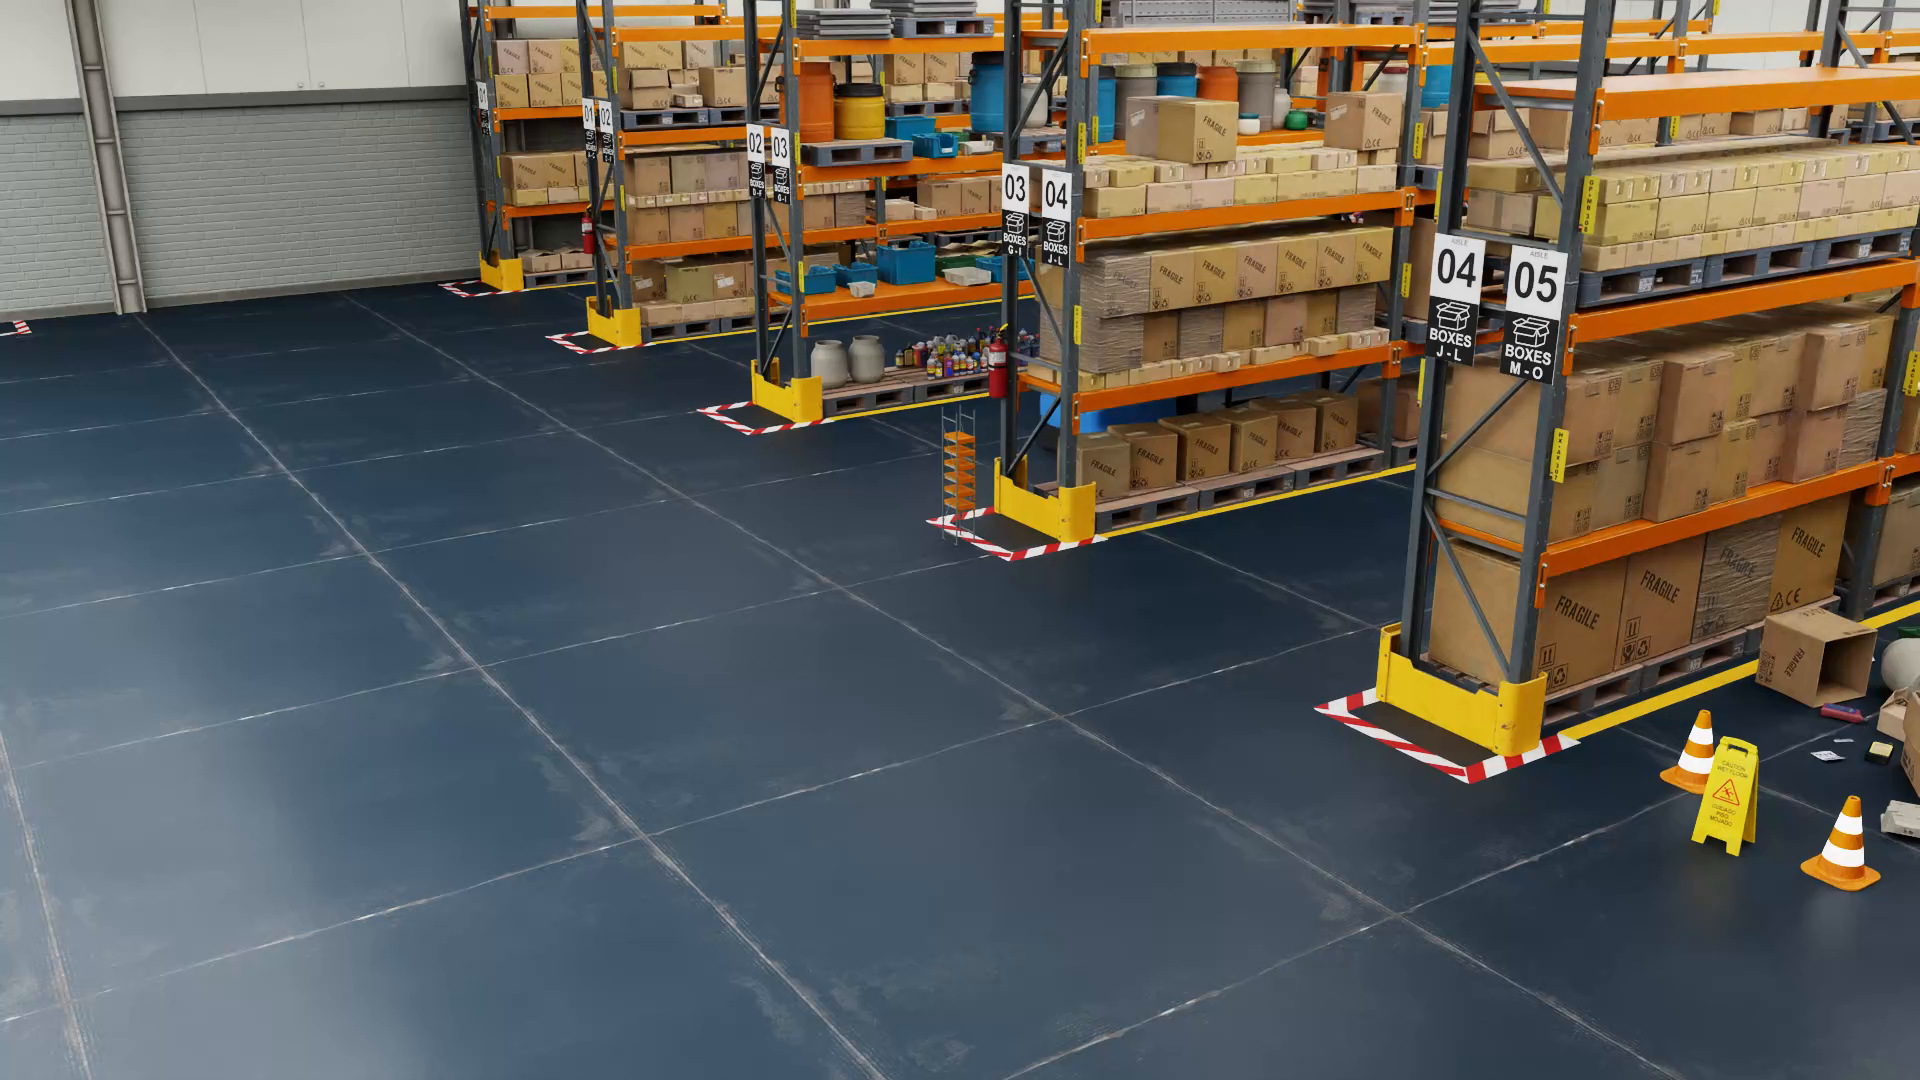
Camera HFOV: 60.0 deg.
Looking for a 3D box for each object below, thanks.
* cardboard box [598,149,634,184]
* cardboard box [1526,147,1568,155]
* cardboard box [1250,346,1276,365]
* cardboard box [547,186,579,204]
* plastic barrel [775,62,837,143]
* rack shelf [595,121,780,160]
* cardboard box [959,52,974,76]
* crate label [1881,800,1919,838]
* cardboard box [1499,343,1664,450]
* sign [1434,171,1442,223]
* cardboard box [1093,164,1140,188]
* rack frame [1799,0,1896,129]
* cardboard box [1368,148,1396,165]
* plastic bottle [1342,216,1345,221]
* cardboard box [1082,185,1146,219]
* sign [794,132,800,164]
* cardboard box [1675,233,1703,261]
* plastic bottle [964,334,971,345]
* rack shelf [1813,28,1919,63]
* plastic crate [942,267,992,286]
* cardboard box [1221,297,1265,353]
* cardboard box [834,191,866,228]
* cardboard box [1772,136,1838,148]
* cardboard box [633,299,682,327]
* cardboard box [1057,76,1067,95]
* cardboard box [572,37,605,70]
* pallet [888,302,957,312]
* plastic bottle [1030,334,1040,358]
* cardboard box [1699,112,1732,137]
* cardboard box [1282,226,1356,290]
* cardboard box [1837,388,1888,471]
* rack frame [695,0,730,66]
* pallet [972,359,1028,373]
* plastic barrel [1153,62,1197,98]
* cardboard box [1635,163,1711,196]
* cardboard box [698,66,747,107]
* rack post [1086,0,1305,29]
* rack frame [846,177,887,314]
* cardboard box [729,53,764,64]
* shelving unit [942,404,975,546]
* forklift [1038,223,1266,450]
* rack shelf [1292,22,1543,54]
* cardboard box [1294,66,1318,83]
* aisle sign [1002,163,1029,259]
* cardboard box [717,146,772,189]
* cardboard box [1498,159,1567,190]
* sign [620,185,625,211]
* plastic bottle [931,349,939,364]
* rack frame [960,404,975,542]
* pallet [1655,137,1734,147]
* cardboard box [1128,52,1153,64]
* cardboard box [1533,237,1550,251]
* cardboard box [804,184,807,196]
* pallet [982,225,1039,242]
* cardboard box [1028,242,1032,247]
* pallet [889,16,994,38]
[{"bbox_3d":[-5.635,-6.100,27.136,0.500,0.500,0.500,-11,22,-30],"label":"cardboard box"},{"bbox_3d":[6.288,-3.991,17.416,0.500,0.250,0.500,-11,22,-30],"label":"cardboard box"},{"bbox_3d":[2.758,-1.769,15.685,0.250,0.149,0.380,-12,22,-31],"label":"cardboard box"},{"bbox_3d":[-6.468,-5.569,26.738,0.500,0.250,0.500,-13,22,-33],"label":"cardboard box"},{"bbox_3d":[-1.692,-4.828,18.331,0.708,0.830,0.600,-12,22,-31],"label":"plastic barrel"},{"bbox_3d":[-3.078,-5.643,23.192,4.000,0.370,1.077,-12,22,-31],"label":"rack shelf"},{"bbox_3d":[-0.008,-8.829,30.649,0.500,0.500,0.700,-13,23,-34],"label":"cardboard box"},{"bbox_3d":[5.524,1.634,9.697,0.250,0.136,0.298,9,21,25],"label":"crate label"},{"bbox_3d":[4.080,-0.974,11.023,0.550,0.550,0.875,-12,22,-31],"label":"cardboard box"},{"bbox_3d":[3.053,-2.166,10.525,0.005,0.325,0.100,-12,22,-31],"label":"sign"},{"bbox_3d":[1.323,-3.105,14.174,0.250,0.149,0.380,-11,22,-30],"label":"cardboard box"},{"bbox_3d":[10.719,-6.515,19.966,0.127,3.000,1.000,-12,22,-31],"label":"rack frame"},{"bbox_3d":[3.925,-3.669,15.841,0.250,0.149,0.380,-11,22,-30],"label":"cardboard box"},{"bbox_3d":[5.463,-4.527,23.761,0.097,0.201,0.097,0,19,0],"label":"plastic bottle"},{"bbox_3d":[1.241,-2.925,14.265,0.500,0.250,0.500,-11,22,-30],"label":"cardboard box"},{"bbox_3d":[-1.729,-4.162,17.674,0.005,0.325,0.100,-12,22,-31],"label":"sign"},{"bbox_3d":[4.436,-1.872,10.496,0.250,0.149,0.380,-12,22,-31],"label":"cardboard box"},{"bbox_3d":[0.092,-2.428,20.799,0.133,0.283,0.061,-11,21,-29],"label":"plastic bottle"},{"bbox_3d":[12.389,-6.337,21.188,4.000,0.370,1.077,-12,22,-31],"label":"rack shelf"},{"bbox_3d":[0.096,-3.111,19.674,0.437,0.136,0.530,-12,22,-31],"label":"plastic crate"},{"bbox_3d":[2.388,-2.119,15.709,0.500,0.500,0.875,-12,22,-31],"label":"cardboard box"},{"bbox_3d":[-1.775,-4.882,24.347,0.500,0.500,0.700,-13,22,-33],"label":"cardboard box"},{"bbox_3d":[6.190,-2.873,12.210,0.250,0.149,0.380,-12,22,-31],"label":"cardboard box"},{"bbox_3d":[-4.179,-3.142,22.991,0.500,0.250,0.500,-12,22,-31],"label":"cardboard box"},{"bbox_3d":[1.585,-7.073,25.878,0.500,0.250,0.500,-14,23,-35],"label":"cardboard box"},{"bbox_3d":[-5.962,-7.898,26.992,0.500,0.500,0.500,-12,22,-31],"label":"cardboard box"},{"bbox_3d":[-0.814,-3.734,25.460,1.213,0.211,1.003,-12,22,-31],"label":"pallet"},{"bbox_3d":[0.934,-2.352,20.468,0.185,0.351,0.144,-13,22,-33],"label":"plastic bottle"},{"bbox_3d":[8.520,-4.939,19.174,0.500,0.500,0.500,-11,21,-29],"label":"cardboard box"},{"bbox_3d":[3.396,-2.685,15.822,0.500,0.500,0.500,-12,22,-31],"label":"cardboard box"},{"bbox_3d":[6.379,-0.923,12.556,0.550,0.550,0.875,-12,22,-31],"label":"cardboard box"},{"bbox_3d":[-4.136,-9.081,27.555,0.127,3.000,1.000,-12,22,-31],"label":"rack frame"},{"bbox_3d":[0.729,-2.161,20.807,1.213,0.211,1.003,-12,22,-31],"label":"pallet"},{"bbox_3d":[2.711,-5.626,21.235,0.708,0.901,0.600,-12,22,-31],"label":"plastic barrel"},{"bbox_3d":[4.429,-2.248,10.364,0.250,0.149,0.380,-12,22,-31],"label":"cardboard box"},{"bbox_3d":[-3.211,-6.163,22.578,0.500,0.500,0.500,-12,22,-31],"label":"cardboard box"},{"bbox_3d":[2.910,-6.896,20.779,3.121,1.000,1.013,-12,22,-31],"label":"rack post"},{"bbox_3d":[-1.408,-4.915,24.599,0.127,3.000,1.000,-12,22,-31],"label":"rack frame"},{"bbox_3d":[-3.635,-7.981,28.174,0.500,0.500,0.500,-9,20,-24],"label":"cardboard box"},{"bbox_3d":[-0.012,-0.566,14.545,0.189,1.200,0.258,-12,22,-31],"label":"shelving unit"},{"bbox_3d":[2.345,-2.478,17.498,3.031,2.935,1.130,-12,22,-31],"label":"forklift"},{"bbox_3d":[6.324,-6.958,23.022,4.000,0.370,1.077,-12,22,-31],"label":"rack shelf"},{"bbox_3d":[5.816,-7.930,28.287,0.500,0.250,0.500,-12,22,-31],"label":"cardboard box"},{"bbox_3d":[0.480,-2.861,14.464,0.004,0.787,0.394,-12,22,-31],"label":"aisle sign"},{"bbox_3d":[-3.033,-5.232,23.354,0.500,0.500,0.700,-12,22,-31],"label":"cardboard box"},{"bbox_3d":[3.644,-2.335,10.620,0.250,0.149,0.380,-12,22,-31],"label":"cardboard box"},{"bbox_3d":[-4.449,-4.508,21.921,0.005,0.325,0.100,-12,22,-31],"label":"sign"},{"bbox_3d":[-0.309,-2.240,20.368,0.097,0.201,0.097,0,19,0],"label":"plastic bottle"},{"bbox_3d":[0.064,-0.582,14.593,0.006,1.200,0.240,-12,22,-31],"label":"rack frame"},{"bbox_3d":[7.886,-4.428,18.770,1.003,0.211,1.213,-11,21,-29],"label":"pallet"},{"bbox_3d":[2.726,-7.726,26.514,0.500,0.500,0.500,-12,22,-31],"label":"cardboard box"},{"bbox_3d":[3.642,-1.957,10.747,0.250,0.149,0.380,-12,22,-31],"label":"cardboard box"},{"bbox_3d":[-2.368,-4.985,23.639,0.250,0.149,0.380,-12,22,-32],"label":"cardboard box"},{"bbox_3d":[0.923,-5.955,32.030,1.213,0.211,1.003,-12,22,-31],"label":"pallet"},{"bbox_3d":[1.200,-4.530,26.222,0.500,0.311,0.500,-12,22,-32],"label":"cardboard box"},{"bbox_3d":[-0.380,-5.783,18.720,1.213,0.211,1.003,-12,22,-31],"label":"pallet"}]
